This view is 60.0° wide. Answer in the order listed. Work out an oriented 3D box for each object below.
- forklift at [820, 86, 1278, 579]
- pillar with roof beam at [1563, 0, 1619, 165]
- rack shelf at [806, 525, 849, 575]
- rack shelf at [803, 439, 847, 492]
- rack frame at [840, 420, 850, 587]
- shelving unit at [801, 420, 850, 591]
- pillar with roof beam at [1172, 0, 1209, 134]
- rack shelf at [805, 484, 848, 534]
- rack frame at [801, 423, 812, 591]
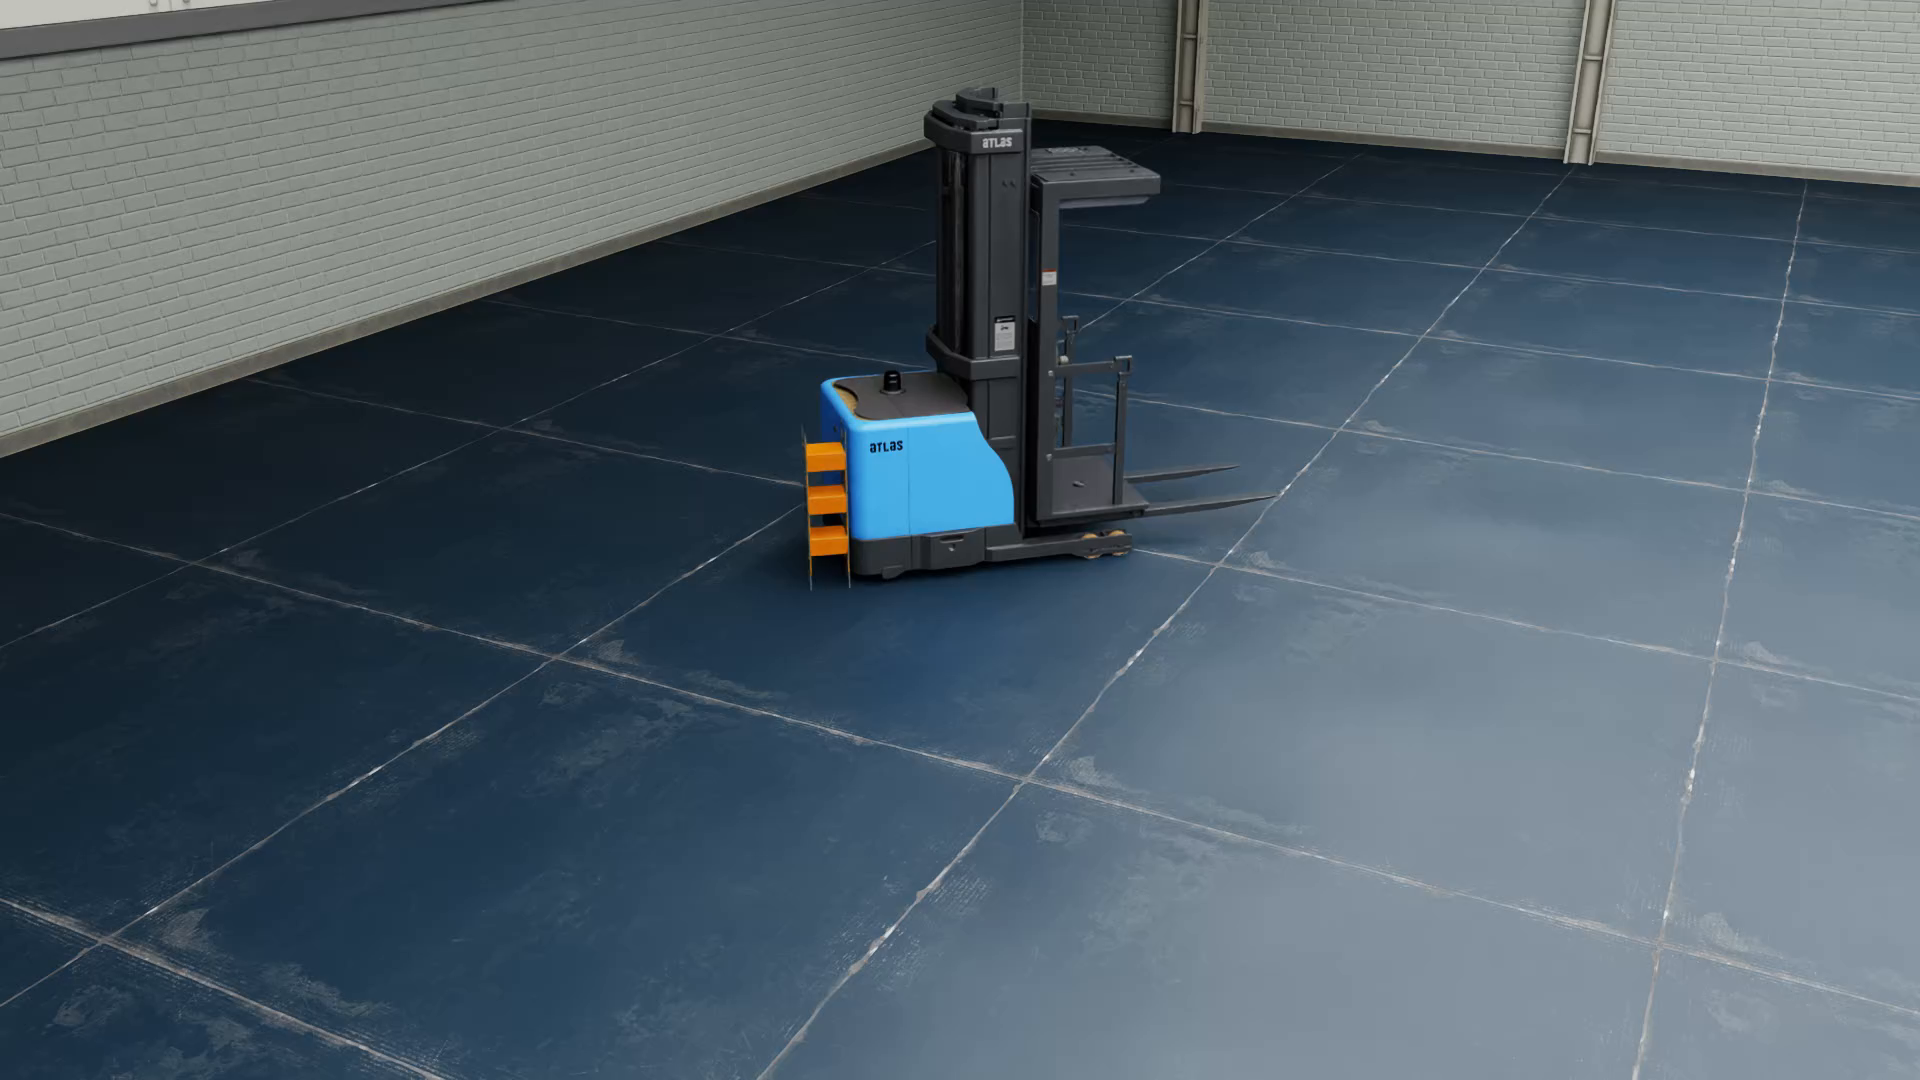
[{"bbox_3d":[0.638,-1.412,10.824,3.031,2.935,1.130,-6,24,-15],"label":"forklift"},{"bbox_3d":[7.046,-8.124,18.853,0.400,9.000,9.100,11,25,25],"label":"pillar with roof beam"},{"bbox_3d":[-0.839,0.054,10.519,0.240,0.259,0.215,-5,23,-10],"label":"rack shelf"},{"bbox_3d":[-0.839,-0.463,10.299,0.240,0.259,0.215,-5,23,-10],"label":"rack shelf"},{"bbox_3d":[-0.719,-0.221,10.428,0.008,1.050,0.200,-5,23,-10],"label":"rack frame"},{"bbox_3d":[-0.839,-0.211,10.406,0.252,1.050,0.215,-5,23,-10],"label":"shelving unit"},{"bbox_3d":[1.691,-9.183,21.345,0.400,9.000,9.100,11,25,25],"label":"pillar with roof beam"},{"bbox_3d":[-0.839,-0.202,10.410,0.240,0.259,0.215,-5,23,-10],"label":"rack shelf"},{"bbox_3d":[-0.959,-0.202,10.383,0.008,1.050,0.200,-5,23,-10],"label":"rack frame"}]
